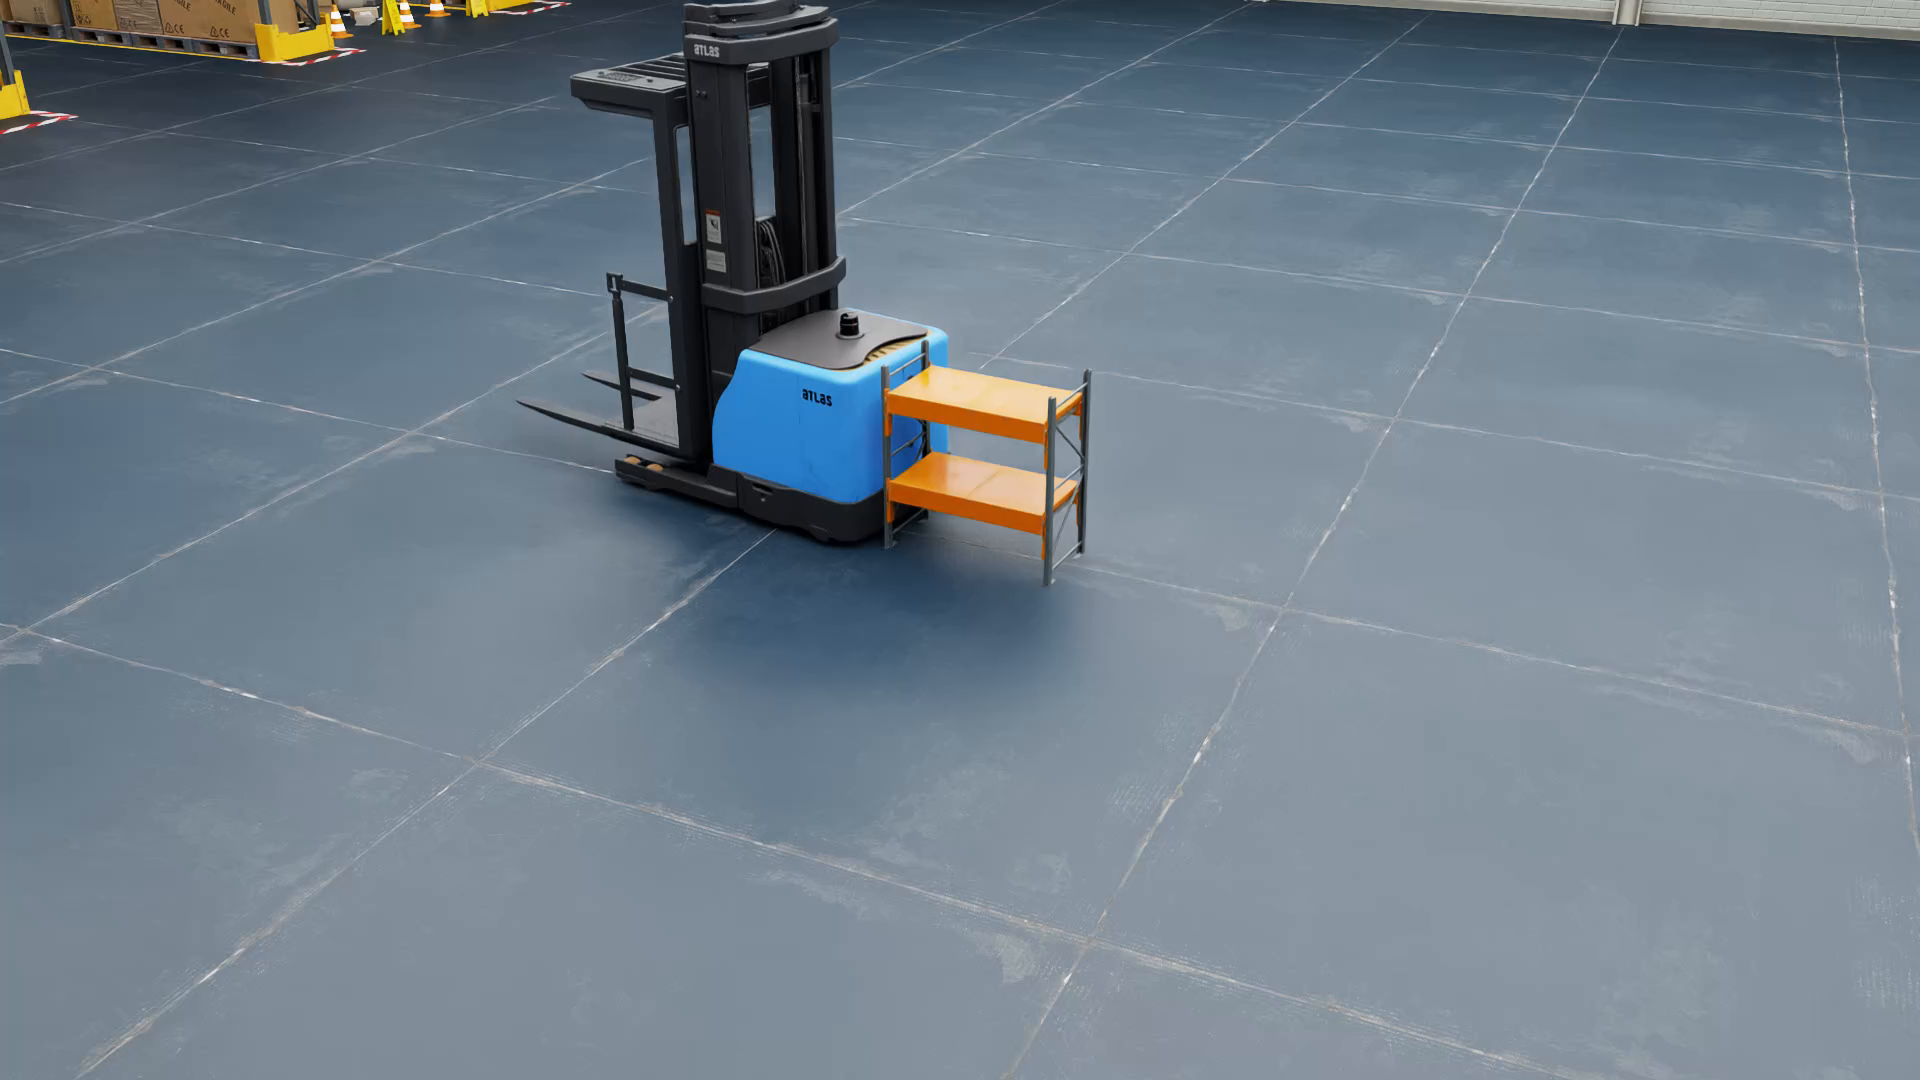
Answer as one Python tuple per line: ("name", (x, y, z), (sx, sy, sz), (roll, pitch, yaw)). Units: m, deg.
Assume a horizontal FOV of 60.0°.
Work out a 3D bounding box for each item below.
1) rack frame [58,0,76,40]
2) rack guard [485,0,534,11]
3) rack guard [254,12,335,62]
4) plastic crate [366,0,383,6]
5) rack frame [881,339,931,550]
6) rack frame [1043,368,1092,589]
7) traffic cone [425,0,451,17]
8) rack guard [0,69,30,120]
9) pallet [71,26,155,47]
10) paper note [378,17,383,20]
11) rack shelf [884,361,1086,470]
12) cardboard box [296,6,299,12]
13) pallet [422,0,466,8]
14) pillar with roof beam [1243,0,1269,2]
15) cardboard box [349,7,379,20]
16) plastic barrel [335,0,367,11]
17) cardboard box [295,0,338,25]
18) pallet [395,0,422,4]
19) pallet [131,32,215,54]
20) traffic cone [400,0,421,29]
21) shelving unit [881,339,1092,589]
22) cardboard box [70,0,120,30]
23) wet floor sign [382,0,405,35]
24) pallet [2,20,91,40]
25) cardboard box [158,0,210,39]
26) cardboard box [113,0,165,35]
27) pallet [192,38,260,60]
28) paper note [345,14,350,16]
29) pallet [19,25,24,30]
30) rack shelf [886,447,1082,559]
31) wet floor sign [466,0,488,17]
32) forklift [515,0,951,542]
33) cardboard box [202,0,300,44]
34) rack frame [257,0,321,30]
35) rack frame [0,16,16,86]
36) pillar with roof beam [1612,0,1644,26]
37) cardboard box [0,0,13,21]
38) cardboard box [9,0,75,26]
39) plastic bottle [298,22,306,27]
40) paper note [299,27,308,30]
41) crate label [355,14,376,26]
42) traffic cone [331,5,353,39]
("rack frame", (-13.196, -9.076, 24.788), (0.127, 3.000, 1.000), (11, 28, 22))
("rack guard", (-7.667, -9.246, 27.963), (0.348, 0.500, 1.175), (11, 28, 22))
("rack guard", (-9.533, -7.219, 23.846), (0.348, 0.500, 1.175), (11, 28, 22))
("plastic crate", (-10.150, -9.158, 28.261), (0.583, 0.080, 0.402), (2, 26, 4))
("rack frame", (-0.306, -0.547, 9.587), (0.032, 1.125, 0.500), (13, 29, 25))
("rack frame", (0.591, -0.335, 9.158), (0.032, 1.125, 0.500), (13, 29, 25))
("traffic cone", (-8.524, -8.775, 27.050), (0.334, 0.463, 0.336), (11, 28, 22))
("rack guard", (-11.769, -5.261, 19.870), (0.348, 0.500, 1.175), (11, 28, 22))
("pallet", (-12.537, -7.654, 25.058), (1.213, 0.211, 1.003), (11, 28, 22))
("paper note", (-9.283, -8.394, 26.764), (0.142, 0.019, 0.148), (2, 26, 4))
("rack shelf", (0.142, -0.704, 9.243), (1.000, 0.278, 0.538), (13, 29, 25))
("cardboard box", (-11.100, -8.765, 26.830), (0.503, 0.637, 0.797), (11, 28, 22))
("pallet", (-8.392, -9.279, 28.358), (1.213, 0.211, 1.003), (11, 28, 22))
("pillar with roof beam", (3.334, -11.606, 23.136), (0.400, 9.000, 9.100), (11, 28, 22))
("cardboard box", (-9.627, -8.502, 26.850), (0.380, 0.149, 0.250), (-18, 31, -31))
("plastic barrel", (-10.105, -8.967, 27.483), (0.512, 0.421, 0.421), (-12, 29, -23))
("cardboard box", (-10.245, -8.537, 26.519), (0.637, 0.503, 0.797), (-7, 27, -14))
("pallet", (-9.499, -9.503, 28.812), (1.213, 0.211, 1.003), (11, 28, 22))
("pallet", (-11.422, -7.432, 24.606), (1.213, 0.211, 1.003), (11, 28, 22))
("traffic cone", (-8.674, -8.267, 26.017), (0.334, 0.463, 0.336), (11, 28, 22))
("shelving unit", (0.142, -0.441, 9.373), (1.048, 1.125, 0.538), (13, 29, 25))
("cardboard box", (-12.653, -8.168, 24.874), (0.875, 0.875, 0.875), (12, 29, 23))
("wet floor sign", (-8.709, -8.079, 25.429), (0.232, 0.644, 0.267), (6, 27, 13))
("pallet", (-13.930, -7.936, 25.629), (1.213, 0.211, 1.003), (11, 28, 22))
("cardboard box", (-11.002, -7.837, 24.202), (0.875, 0.875, 0.875), (11, 28, 21))
("cardboard box", (-11.831, -8.005, 24.543), (0.875, 0.875, 0.875), (12, 28, 22))
("pallet", (-10.315, -7.208, 24.152), (1.213, 0.211, 1.003), (11, 28, 22))
("paper note", (-9.994, -8.604, 27.205), (0.142, 0.019, 0.148), (23, 35, 39))
("pallet", (-15.045, -8.158, 26.081), (1.213, 0.211, 1.003), (11, 28, 22))
("rack shelf", (0.142, -0.222, 9.481), (1.000, 0.278, 0.538), (13, 29, 25))
("wet floor sign", (-7.868, -8.832, 26.959), (0.232, 0.644, 0.267), (23, 35, 39))
("forklift", (-1.555, -1.795, 10.077), (3.031, 2.935, 1.130), (17, 31, 31))
("cardboard box", (-10.200, -7.677, 23.877), (0.875, 0.875, 0.875), (12, 28, 22))
("rack frame", (-9.555, -8.345, 23.303), (0.127, 3.000, 1.000), (11, 28, 22))
("rack frame", (-11.700, -6.369, 19.290), (0.127, 3.000, 1.000), (11, 28, 22))
("pillar with roof beam", (8.796, -10.509, 20.907), (0.400, 9.000, 9.100), (11, 28, 22))
("cardboard box", (-14.675, -8.510, 25.711), (0.750, 0.750, 1.050), (11, 28, 22))
("cardboard box", (-13.799, -8.332, 25.350), (0.750, 0.750, 1.050), (11, 28, 22))
("plastic bottle", (-10.454, -8.110, 26.153), (0.283, 0.061, 0.133), (2, 26, 4))
("paper note", (-10.242, -7.974, 25.913), (0.142, 0.017, 0.144), (23, 35, 39))
("crate label", (-9.415, -8.239, 26.330), (0.298, 0.136, 0.250), (-2, 26, -5))
("traffic cone", (-9.451, -7.875, 25.220), (0.334, 0.463, 0.336), (11, 28, 22))
